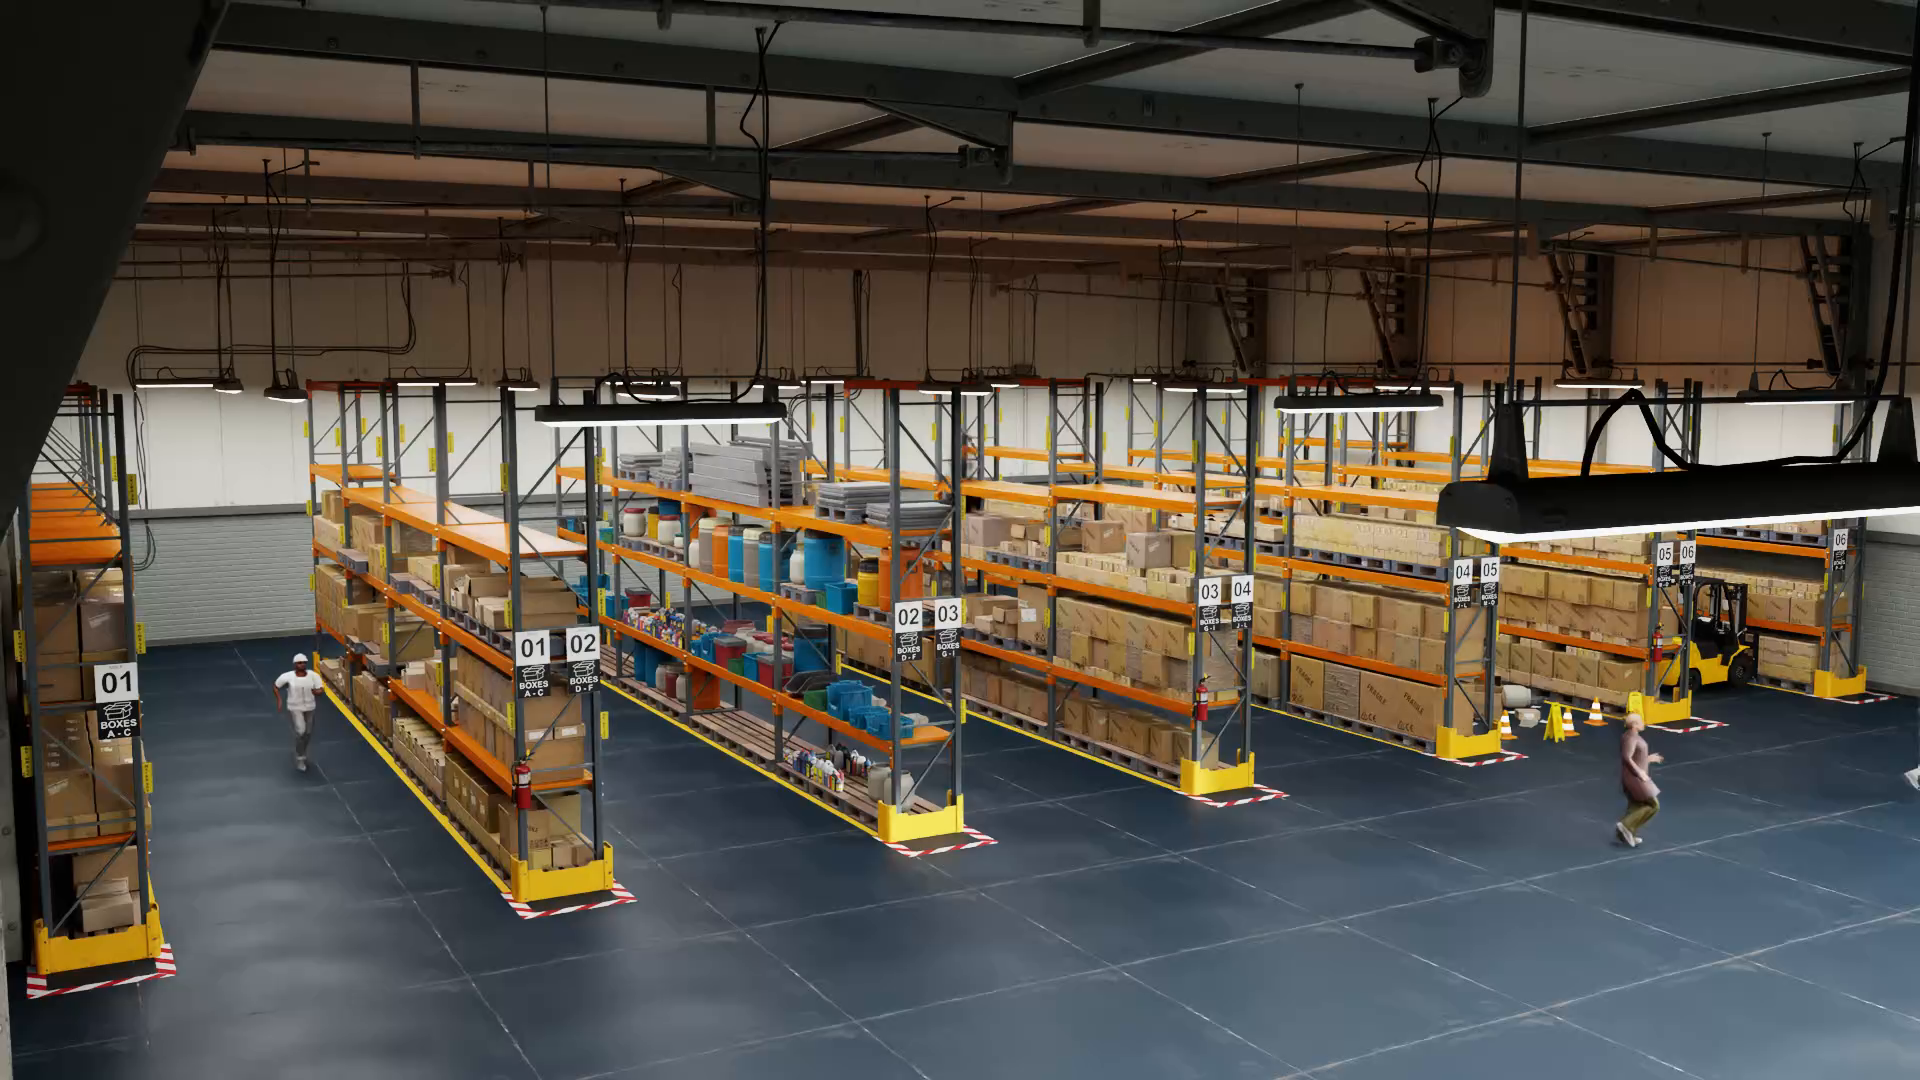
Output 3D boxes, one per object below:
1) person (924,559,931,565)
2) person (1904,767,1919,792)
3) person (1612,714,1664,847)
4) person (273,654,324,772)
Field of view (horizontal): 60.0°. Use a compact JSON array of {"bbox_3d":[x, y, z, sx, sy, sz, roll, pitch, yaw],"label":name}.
[{"bbox_3d":[-0.829,1.251,40.434,0.565,1.582,0.777,1,6,5],"label":"person"},{"bbox_3d":[14.181,2.921,23.992,0.903,1.779,0.663,2,6,15],"label":"person"},{"bbox_3d":[8.919,3.143,21.789,0.642,1.745,0.695,1,6,7],"label":"person"},{"bbox_3d":[-10.314,2.686,26.056,0.669,1.828,0.766,-5,8,-41],"label":"person"}]
